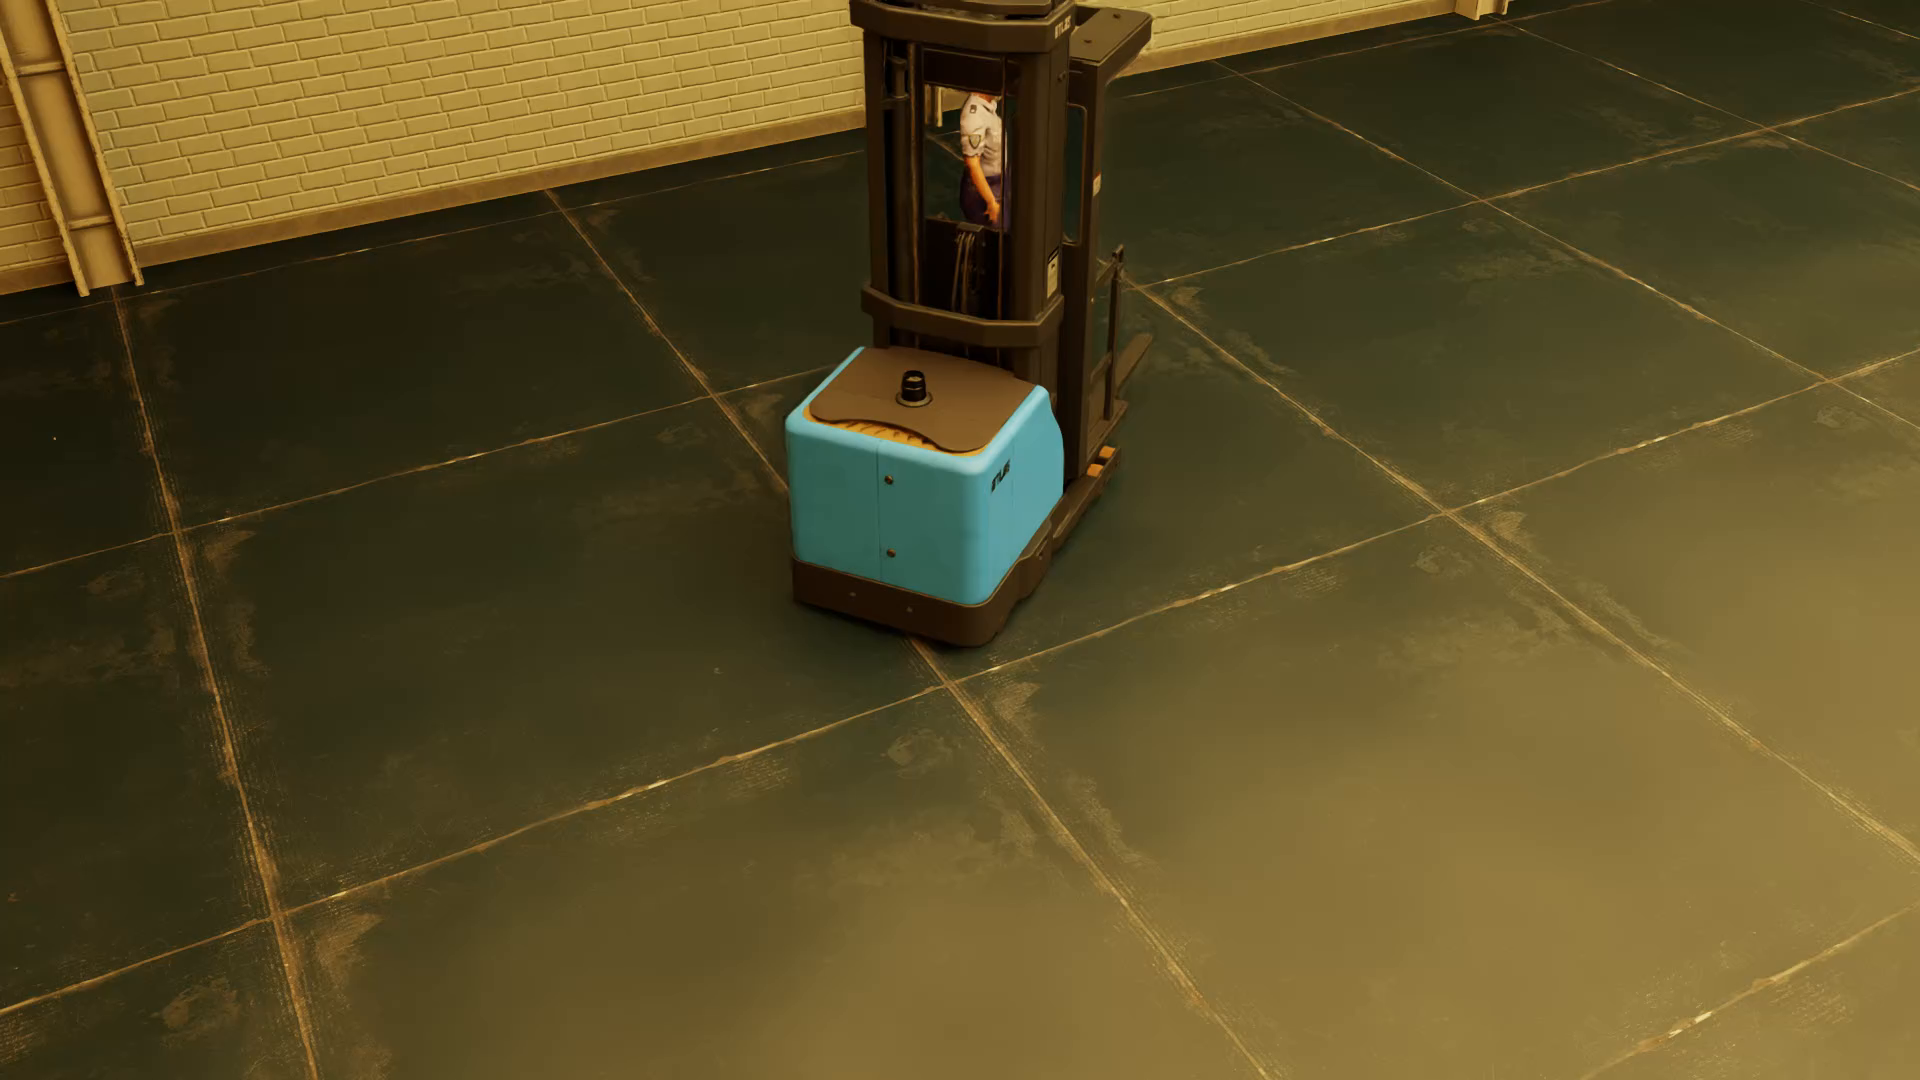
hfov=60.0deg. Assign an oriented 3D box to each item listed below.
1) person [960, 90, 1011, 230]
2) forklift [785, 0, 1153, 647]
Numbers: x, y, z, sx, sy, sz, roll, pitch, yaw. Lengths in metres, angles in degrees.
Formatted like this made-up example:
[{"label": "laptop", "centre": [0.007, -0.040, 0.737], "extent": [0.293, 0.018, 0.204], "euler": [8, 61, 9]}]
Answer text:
[{"label": "person", "centre": [0.249, -2.128, 10.237], "extent": [0.503, 1.650, 0.604], "euler": [1, 35, 1]}, {"label": "forklift", "centre": [0.240, -1.536, 8.296], "extent": [1.130, 2.935, 3.031], "euler": [14, 38, 19]}]
